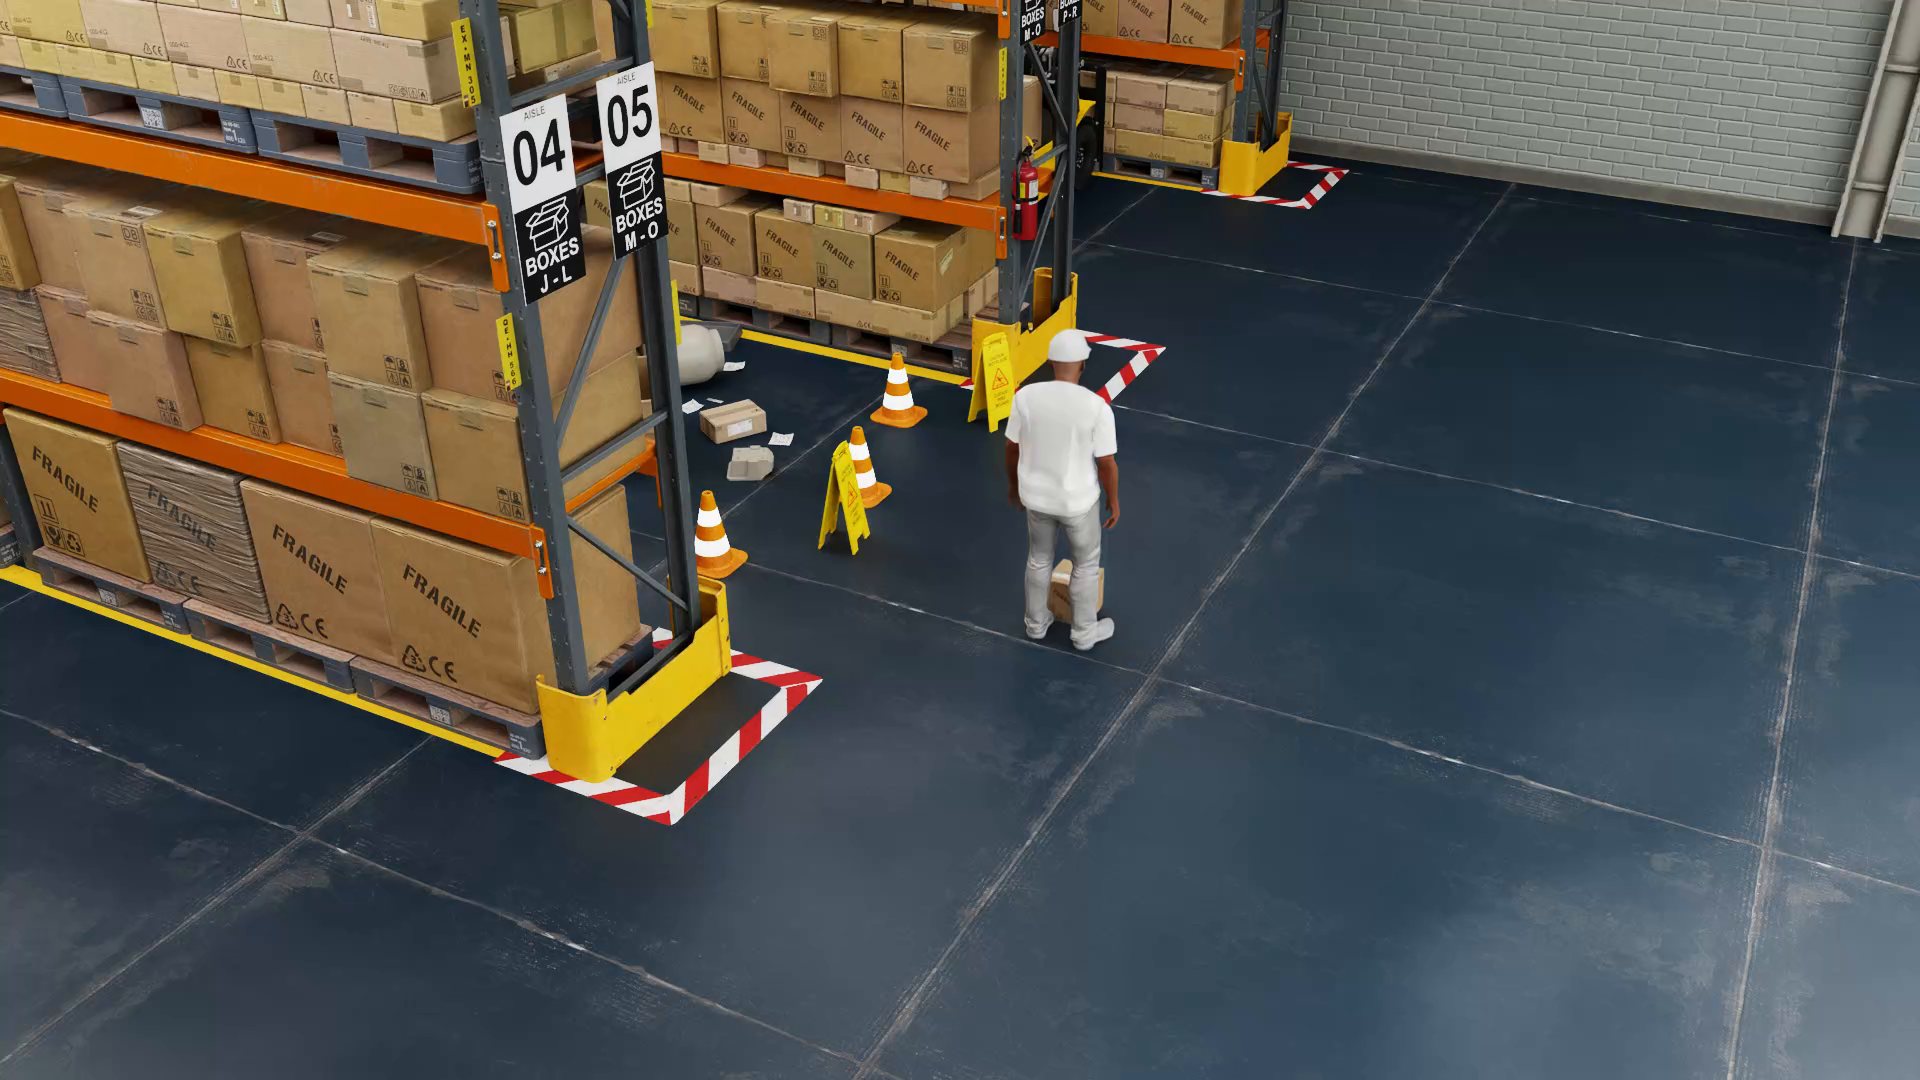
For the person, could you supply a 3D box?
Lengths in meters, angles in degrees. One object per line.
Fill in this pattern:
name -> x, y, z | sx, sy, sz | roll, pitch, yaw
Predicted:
person -> 0.550, -0.253, 8.714 | 0.628, 1.760, 0.459 | 15, 33, 24
